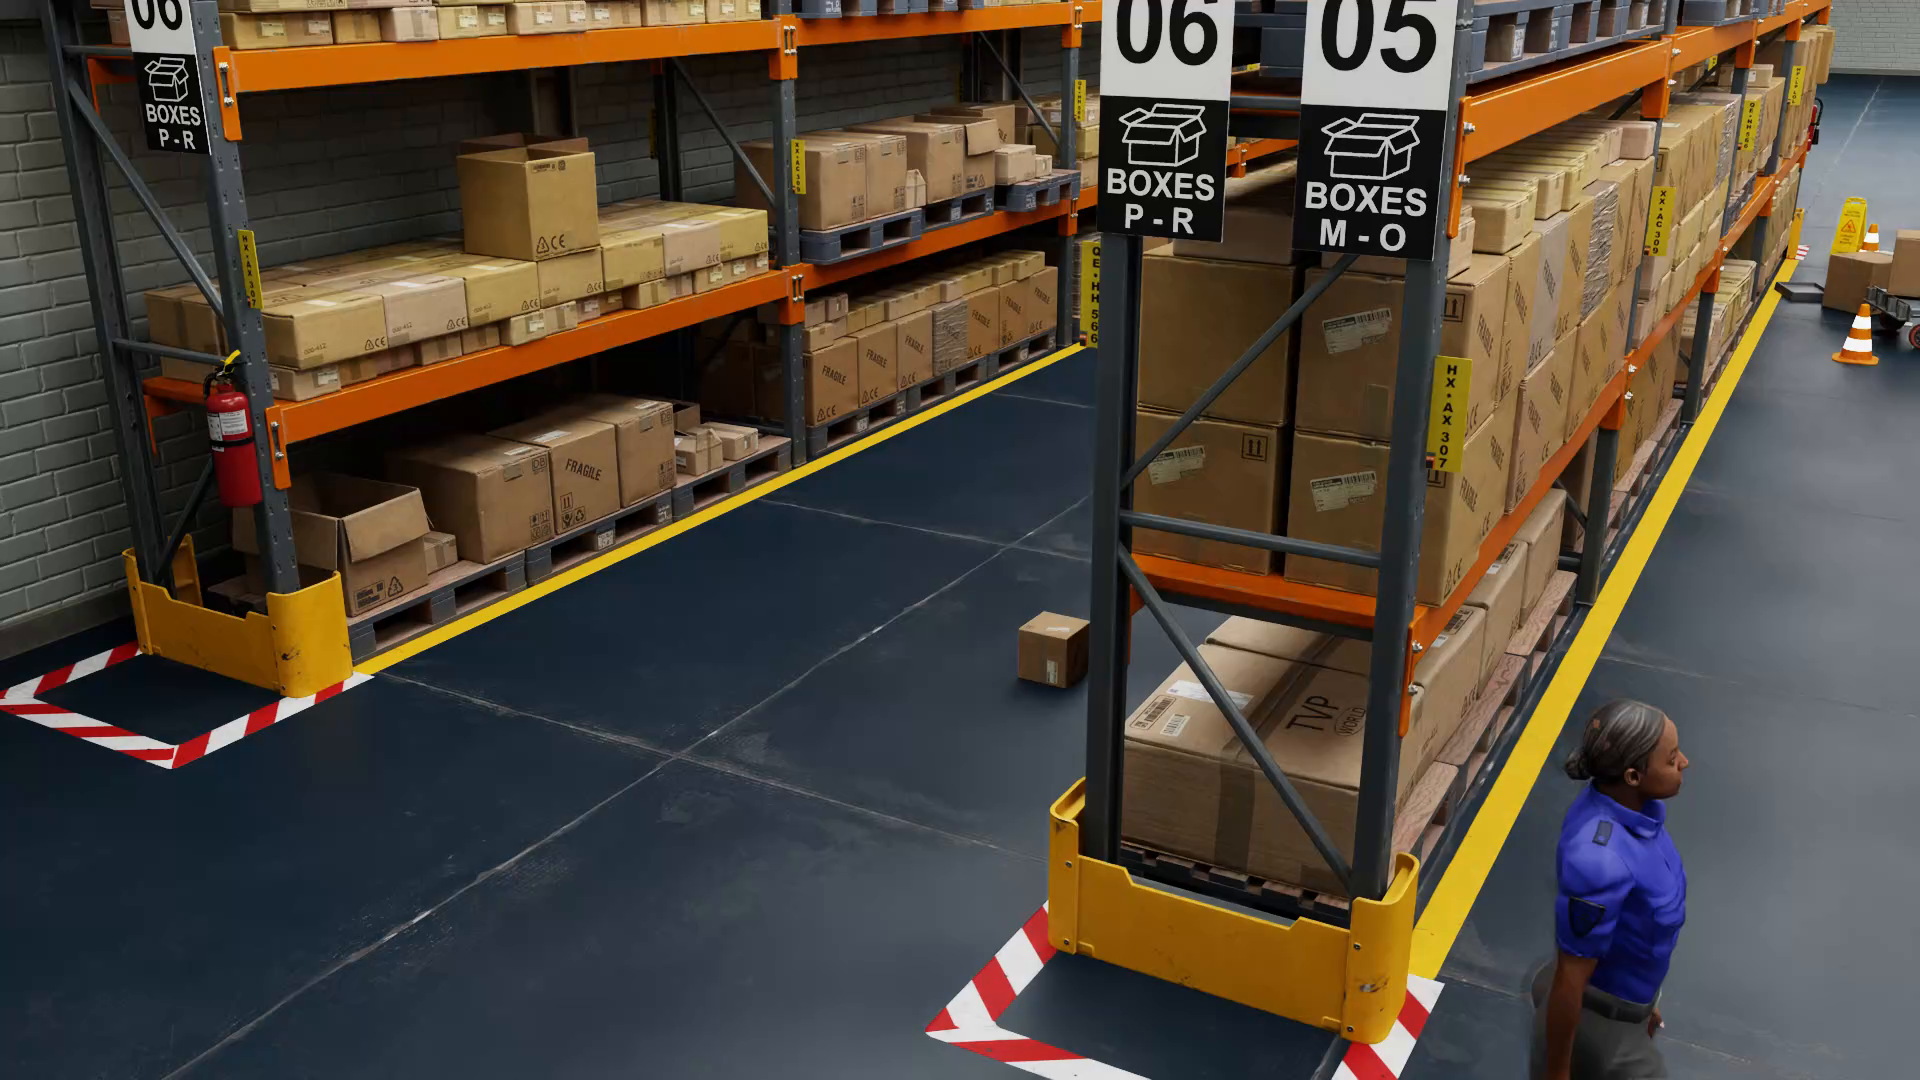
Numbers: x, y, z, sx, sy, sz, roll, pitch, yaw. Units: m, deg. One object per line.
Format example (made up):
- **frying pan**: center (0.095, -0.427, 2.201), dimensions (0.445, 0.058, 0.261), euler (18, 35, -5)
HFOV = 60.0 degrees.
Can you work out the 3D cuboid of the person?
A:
- **person**: center (1.493, 1.154, 3.846), dimensions (0.506, 1.710, 0.485), euler (8, 21, 21)
